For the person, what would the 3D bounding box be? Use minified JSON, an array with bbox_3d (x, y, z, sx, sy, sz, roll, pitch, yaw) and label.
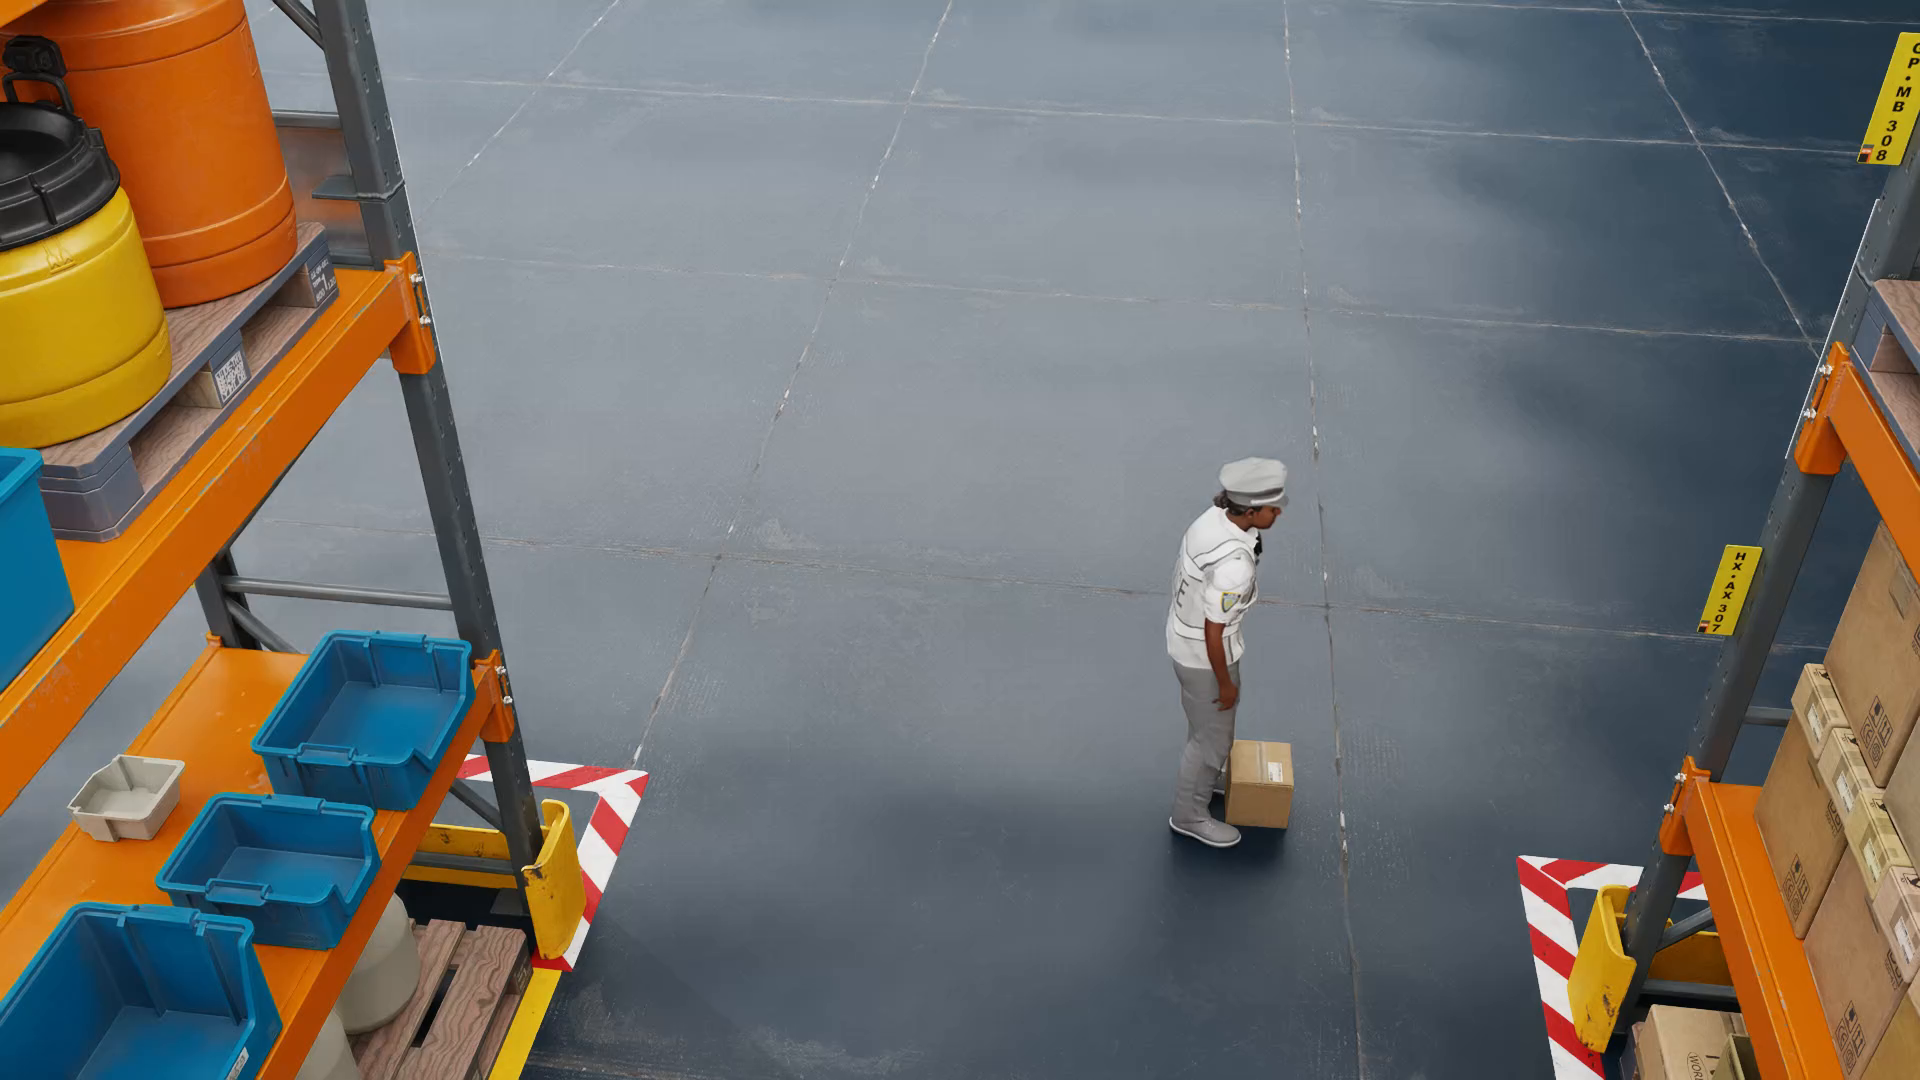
[{"bbox_3d":[1.010,0.431,6.463,0.417,1.648,0.521,4,36,5],"label":"person"}]
